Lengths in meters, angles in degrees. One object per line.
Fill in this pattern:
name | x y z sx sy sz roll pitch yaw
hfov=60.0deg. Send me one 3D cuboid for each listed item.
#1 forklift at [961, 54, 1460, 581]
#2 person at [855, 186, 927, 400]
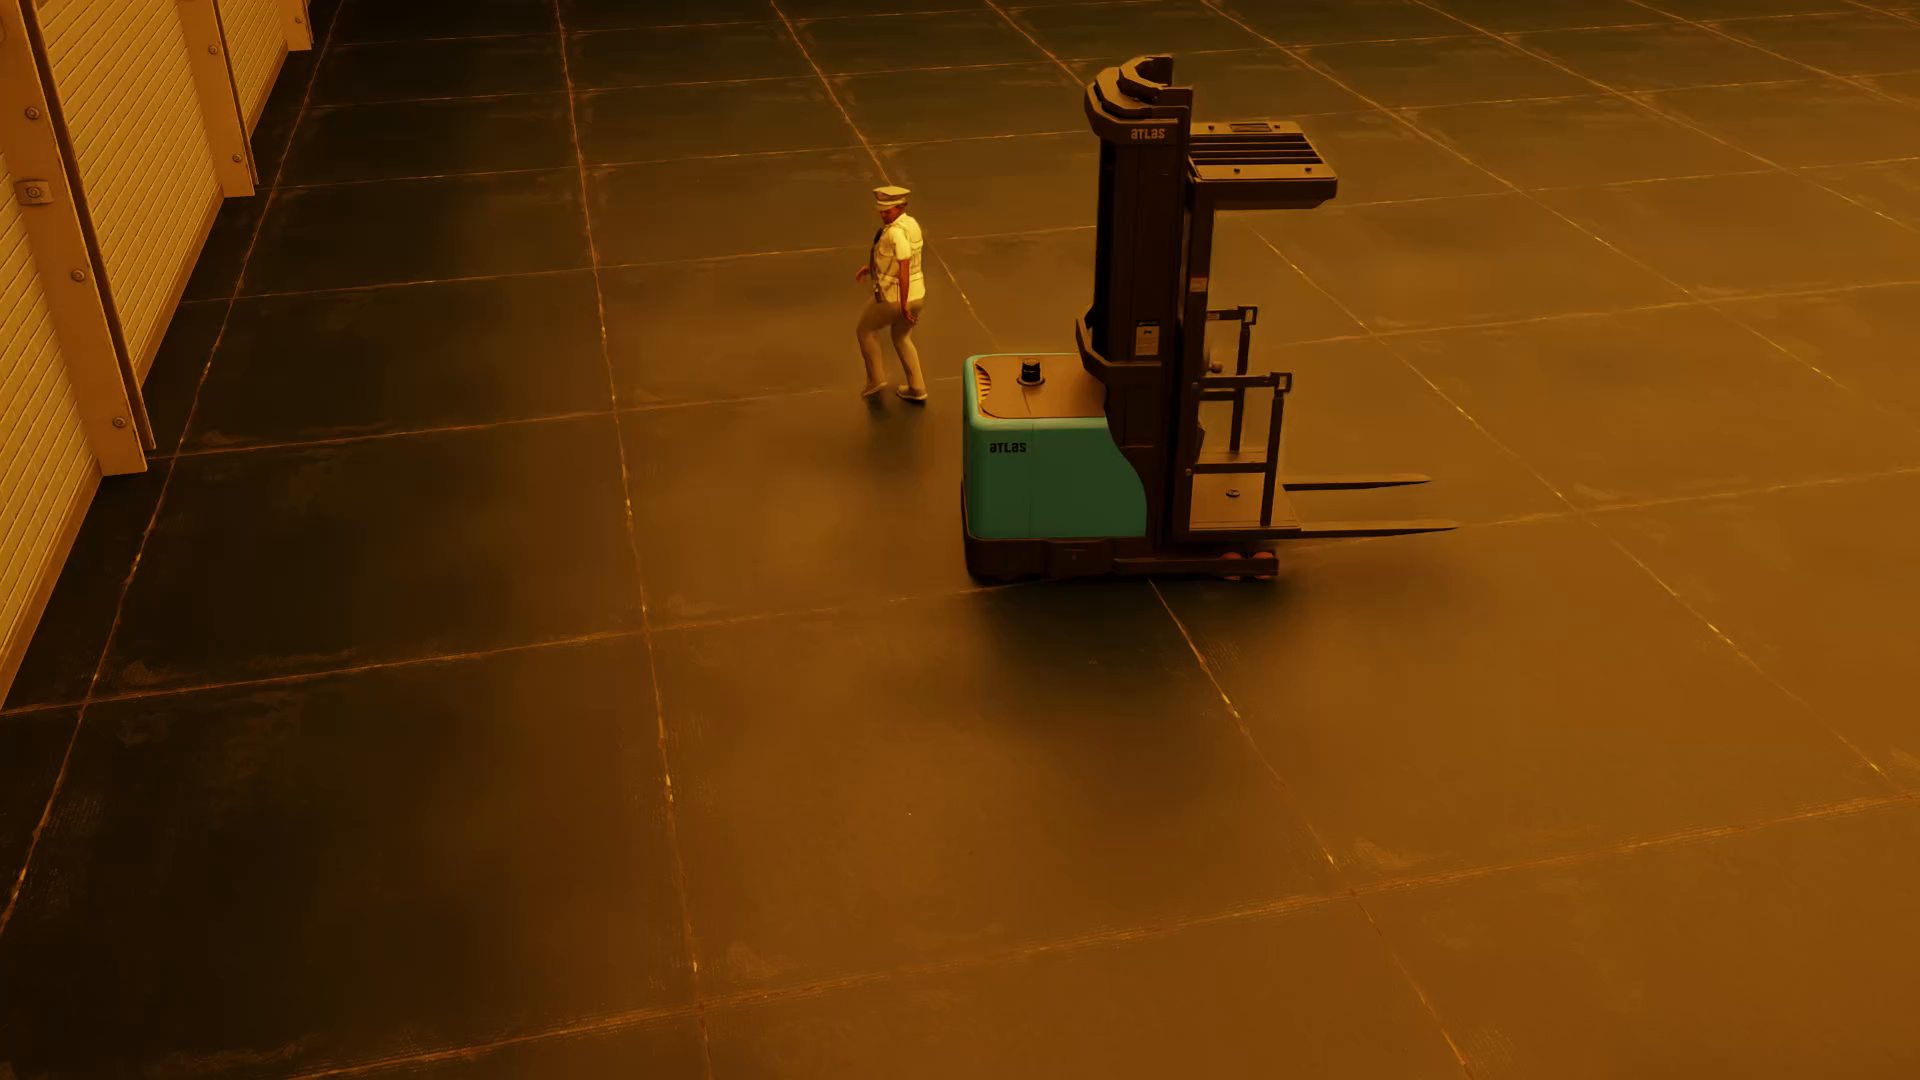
forklift | 1.538 -1.289 9.801 3.031 2.935 1.130 -1 30 -2
person | -0.449 -1.720 11.941 0.744 1.663 0.542 23 37 34
